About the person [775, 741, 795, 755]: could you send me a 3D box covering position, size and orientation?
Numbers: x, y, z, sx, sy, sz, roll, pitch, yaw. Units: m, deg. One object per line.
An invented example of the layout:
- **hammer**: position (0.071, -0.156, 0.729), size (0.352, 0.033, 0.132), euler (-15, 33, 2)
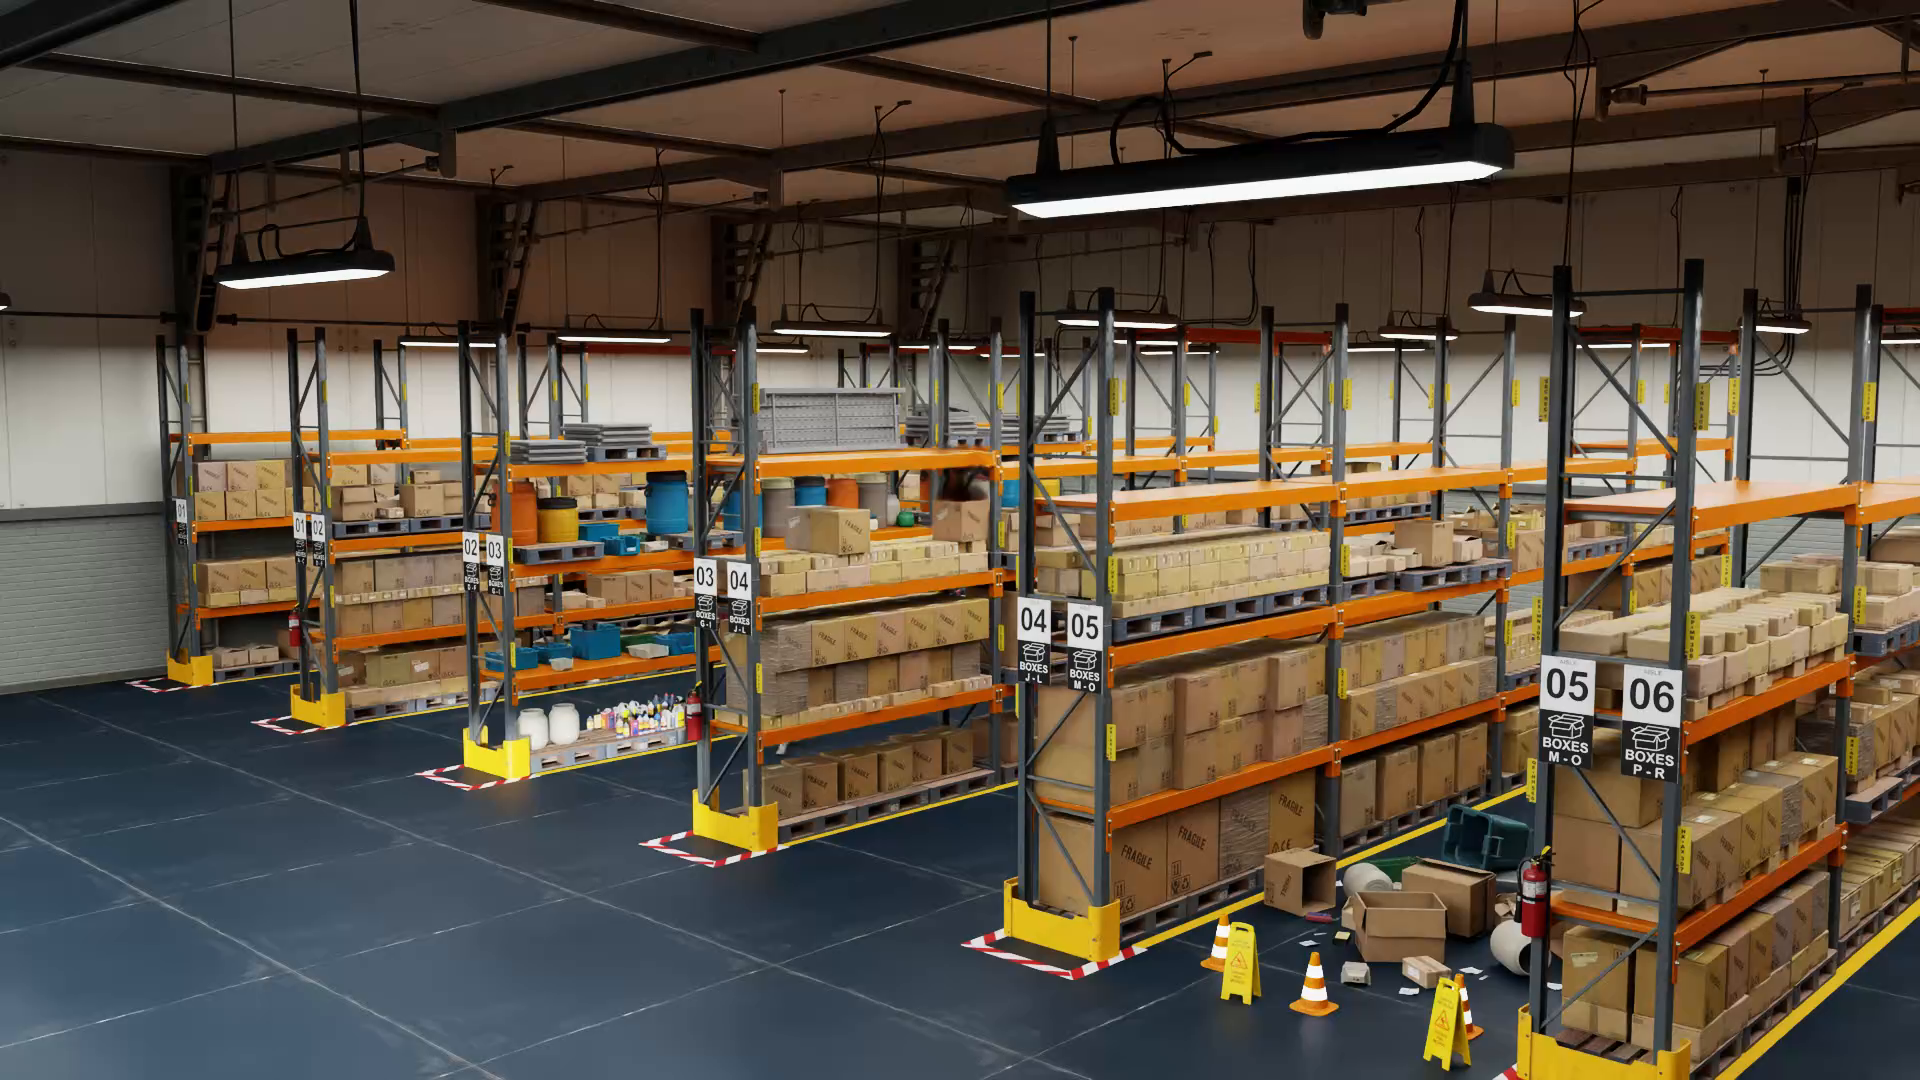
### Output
- **person**: position (-2.461, 2.144, 23.426), size (0.447, 1.626, 0.939), euler (2, 6, 22)
